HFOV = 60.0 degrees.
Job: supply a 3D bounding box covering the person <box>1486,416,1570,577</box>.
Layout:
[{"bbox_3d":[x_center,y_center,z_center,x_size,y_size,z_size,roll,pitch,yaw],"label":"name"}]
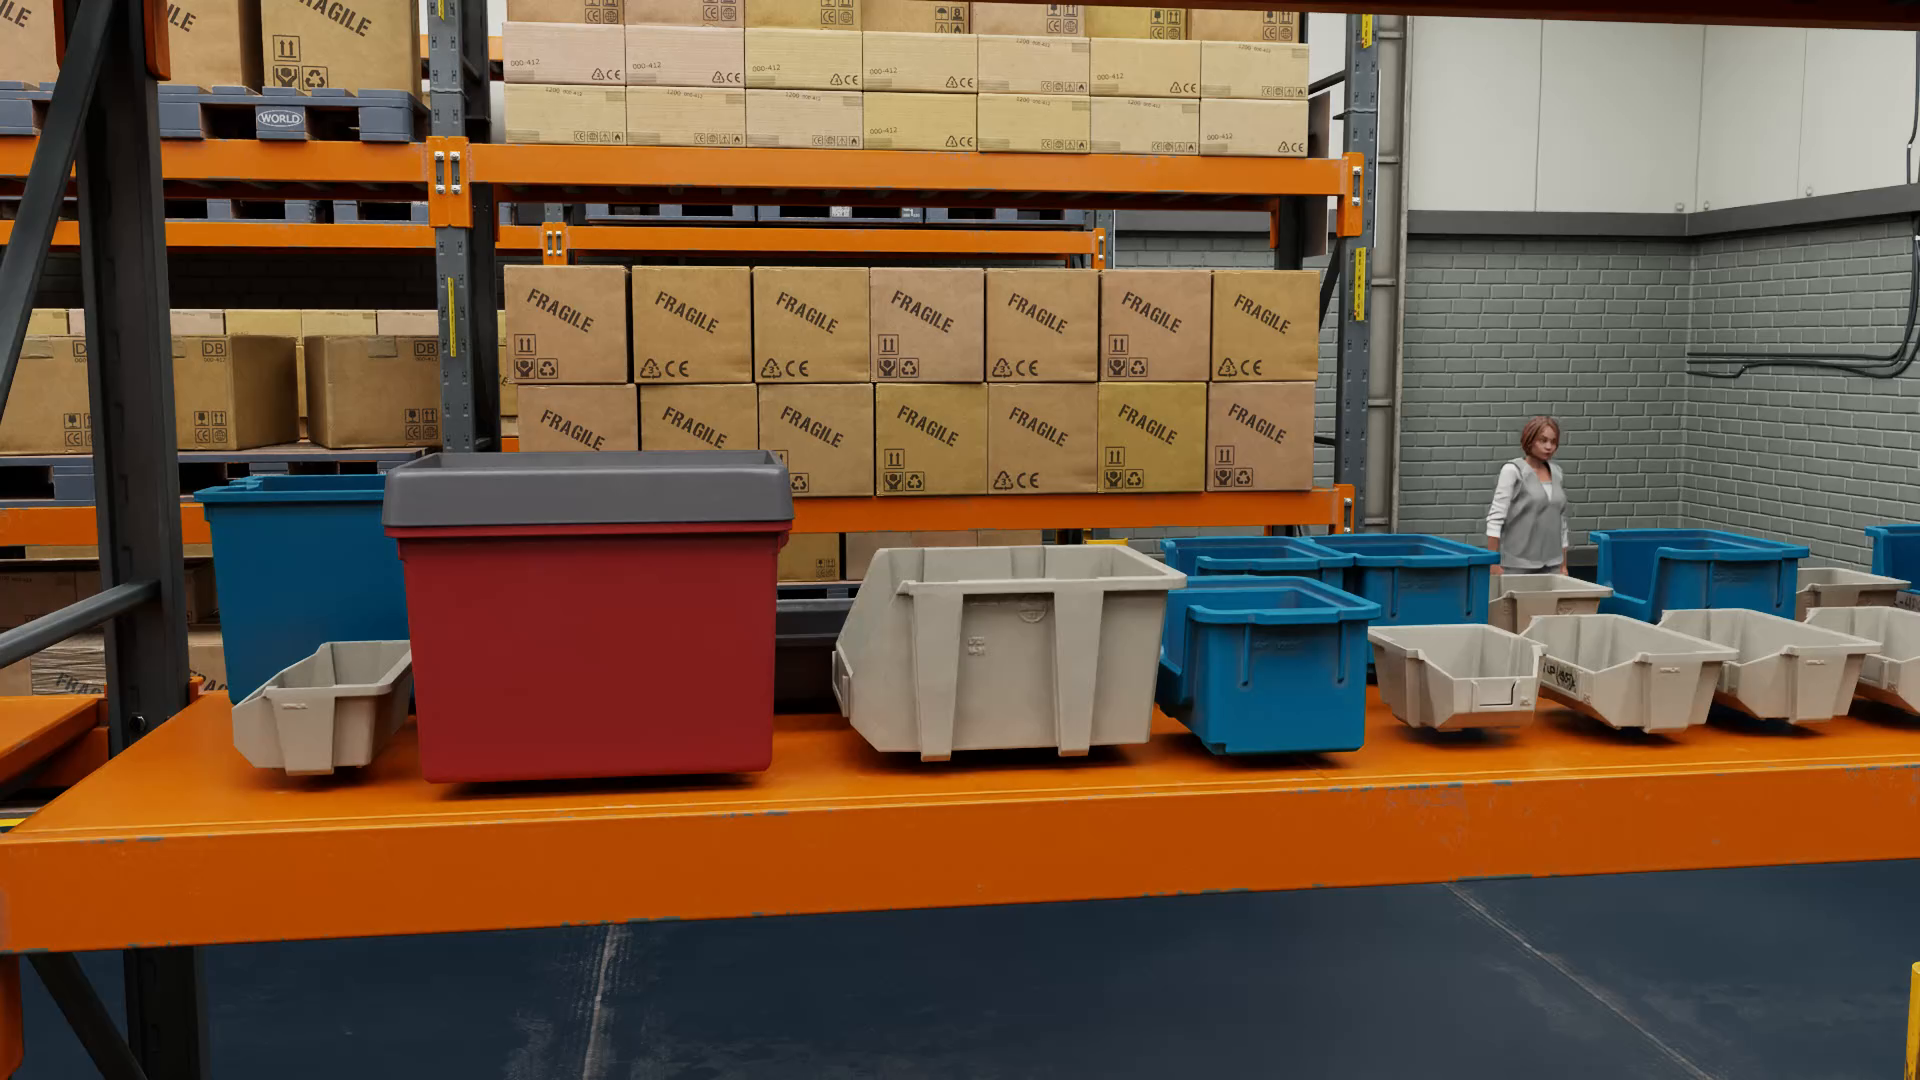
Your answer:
[{"bbox_3d":[2.953,0.136,8.757,0.465,1.583,0.612,-3,7,-21],"label":"person"}]
